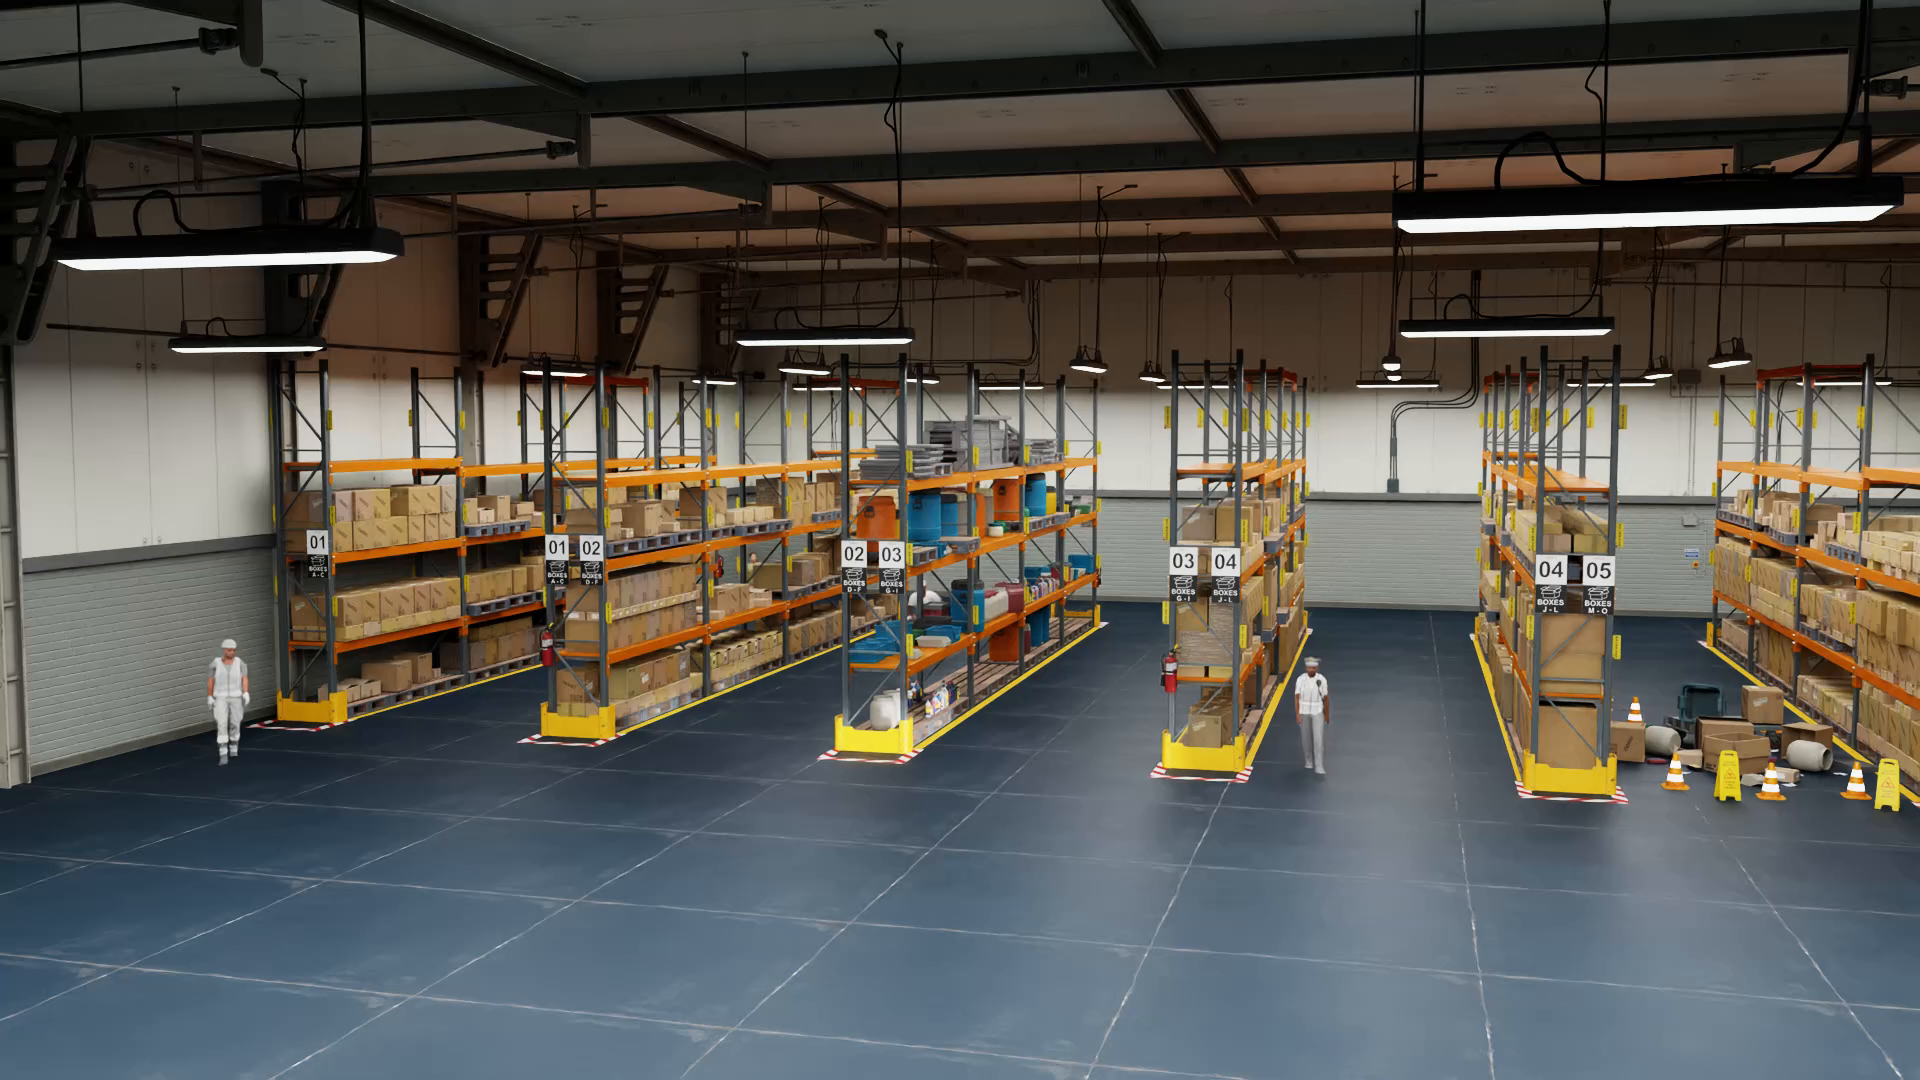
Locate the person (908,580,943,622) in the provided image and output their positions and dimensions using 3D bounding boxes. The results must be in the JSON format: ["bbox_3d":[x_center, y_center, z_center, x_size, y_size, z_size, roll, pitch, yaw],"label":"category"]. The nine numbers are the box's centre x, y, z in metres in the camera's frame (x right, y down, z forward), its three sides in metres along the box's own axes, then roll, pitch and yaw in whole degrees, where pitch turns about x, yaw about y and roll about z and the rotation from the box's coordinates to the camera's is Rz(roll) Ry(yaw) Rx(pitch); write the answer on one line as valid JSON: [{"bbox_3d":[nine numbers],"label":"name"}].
[{"bbox_3d":[-0.735,1.653,35.002,0.706,1.668,0.695,2,5,27],"label":"person"}]

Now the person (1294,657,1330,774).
[{"bbox_3d":[4.964,2.471,23.507,0.481,1.632,0.956,1,4,18],"label":"person"}]

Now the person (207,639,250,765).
[{"bbox_3d":[-10.747,2.367,24.480,0.559,1.790,0.795,-3,5,-33],"label":"person"}]

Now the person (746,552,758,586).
[{"bbox_3d":[-5.285,1.124,42.509,0.509,1.595,1.072,0,4,6],"label":"person"}]
